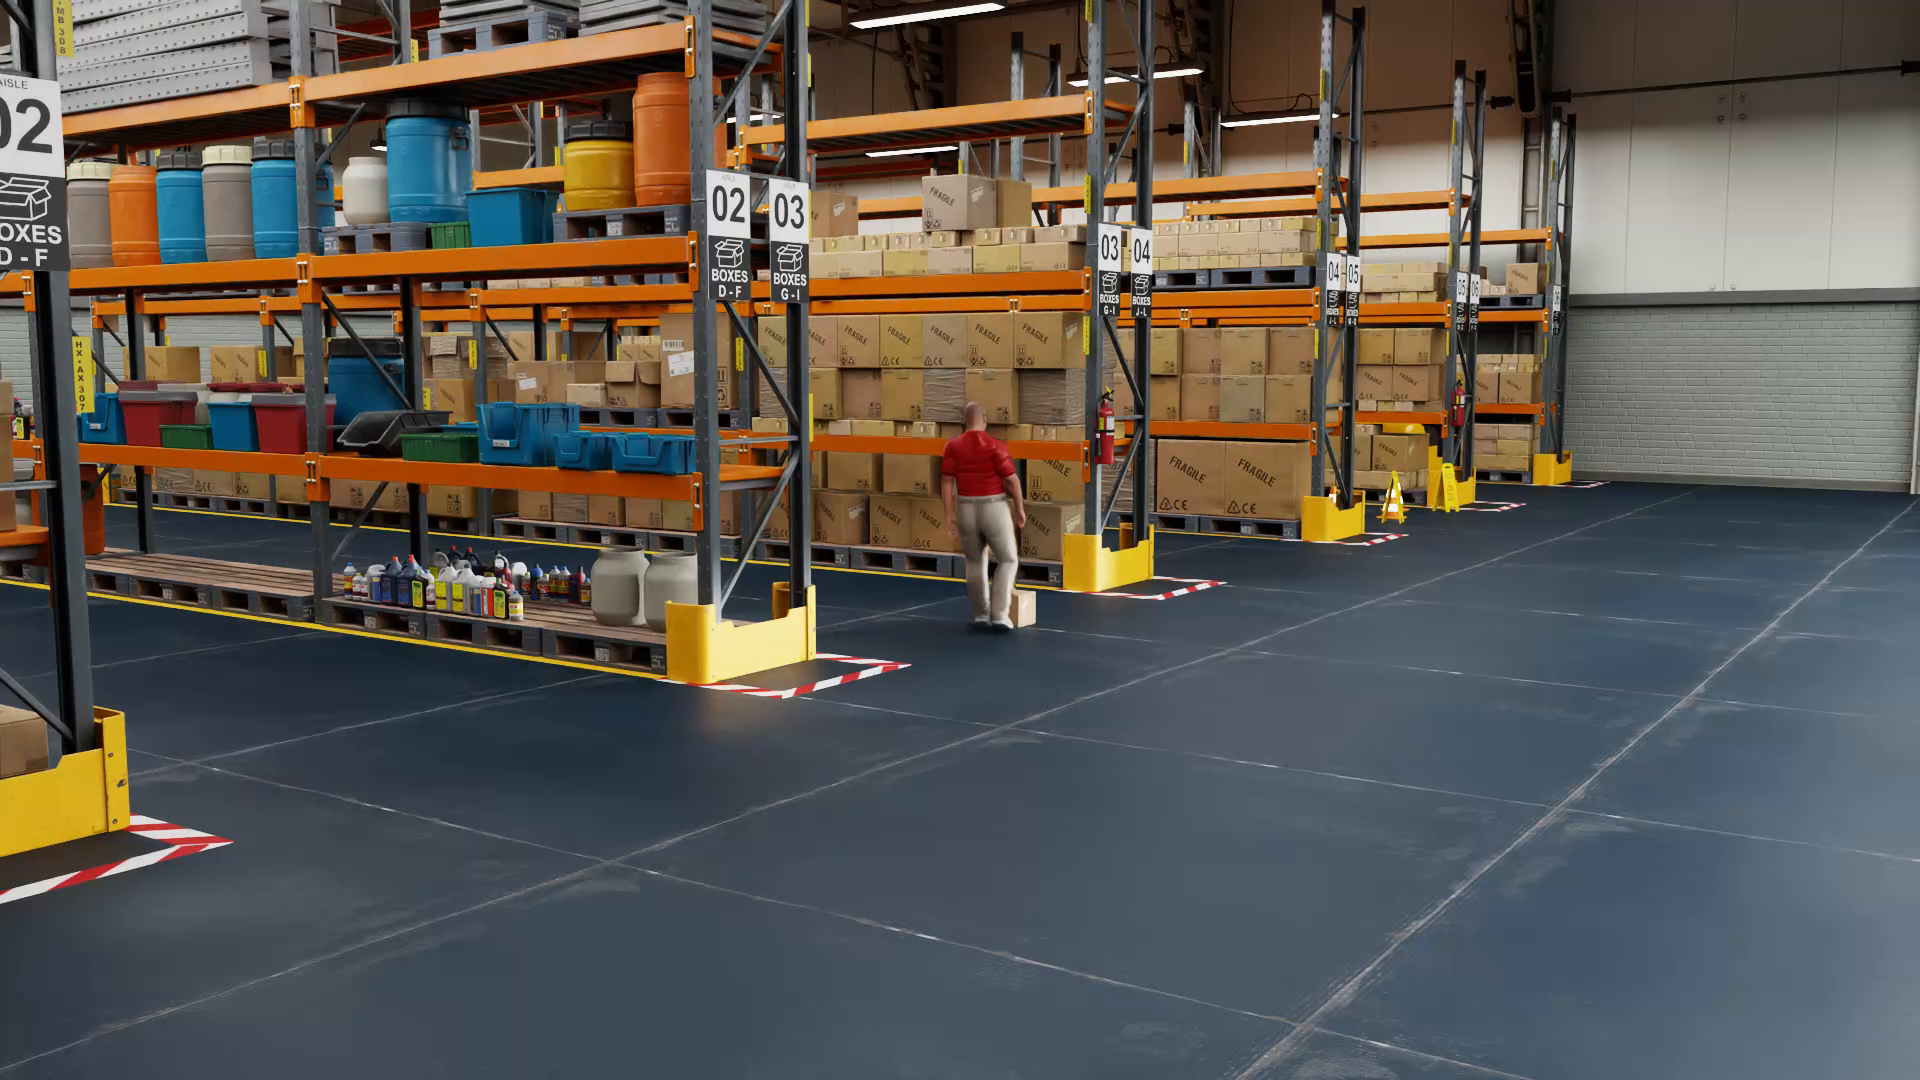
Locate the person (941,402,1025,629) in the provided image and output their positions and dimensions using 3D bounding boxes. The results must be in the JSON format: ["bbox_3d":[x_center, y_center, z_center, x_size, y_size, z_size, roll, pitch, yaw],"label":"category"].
[{"bbox_3d":[0.220,-0.139,12.473,0.585,1.799,0.617,3,7,24],"label":"person"}]
